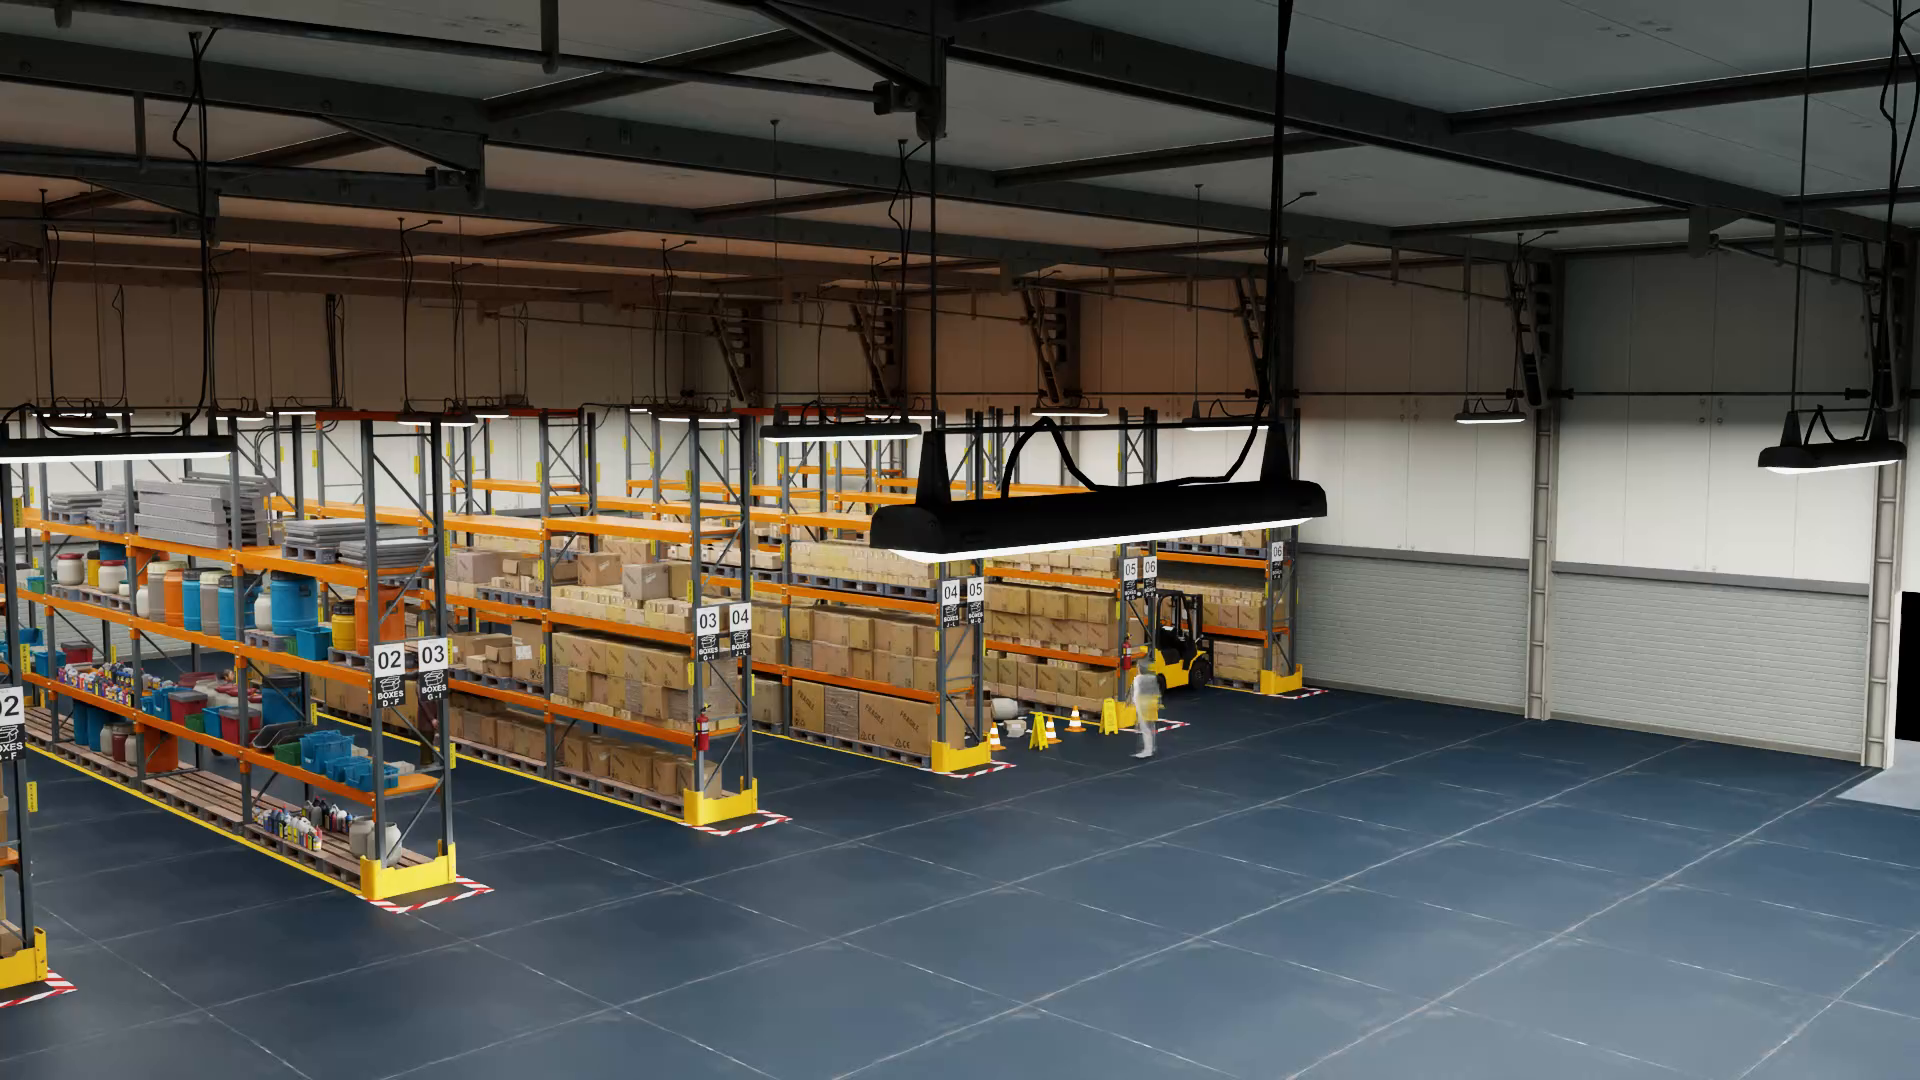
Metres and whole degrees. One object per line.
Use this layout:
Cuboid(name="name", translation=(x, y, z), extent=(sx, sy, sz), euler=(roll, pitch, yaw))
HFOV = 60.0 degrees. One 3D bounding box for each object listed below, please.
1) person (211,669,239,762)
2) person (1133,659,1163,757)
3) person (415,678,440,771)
Cuboid(name="person", translation=(-12.580, 3.004, 28.549), extent=(0.449, 1.610, 0.940), euler=(-5, 7, -44))
Cuboid(name="person", translation=(3.291, 2.917, 29.038), extent=(0.657, 1.704, 0.427), euler=(-4, 6, -38))
Cuboid(name="person", translation=(-8.936, 2.989, 27.994), extent=(0.417, 1.792, 0.701), euler=(-1, 5, -10))
